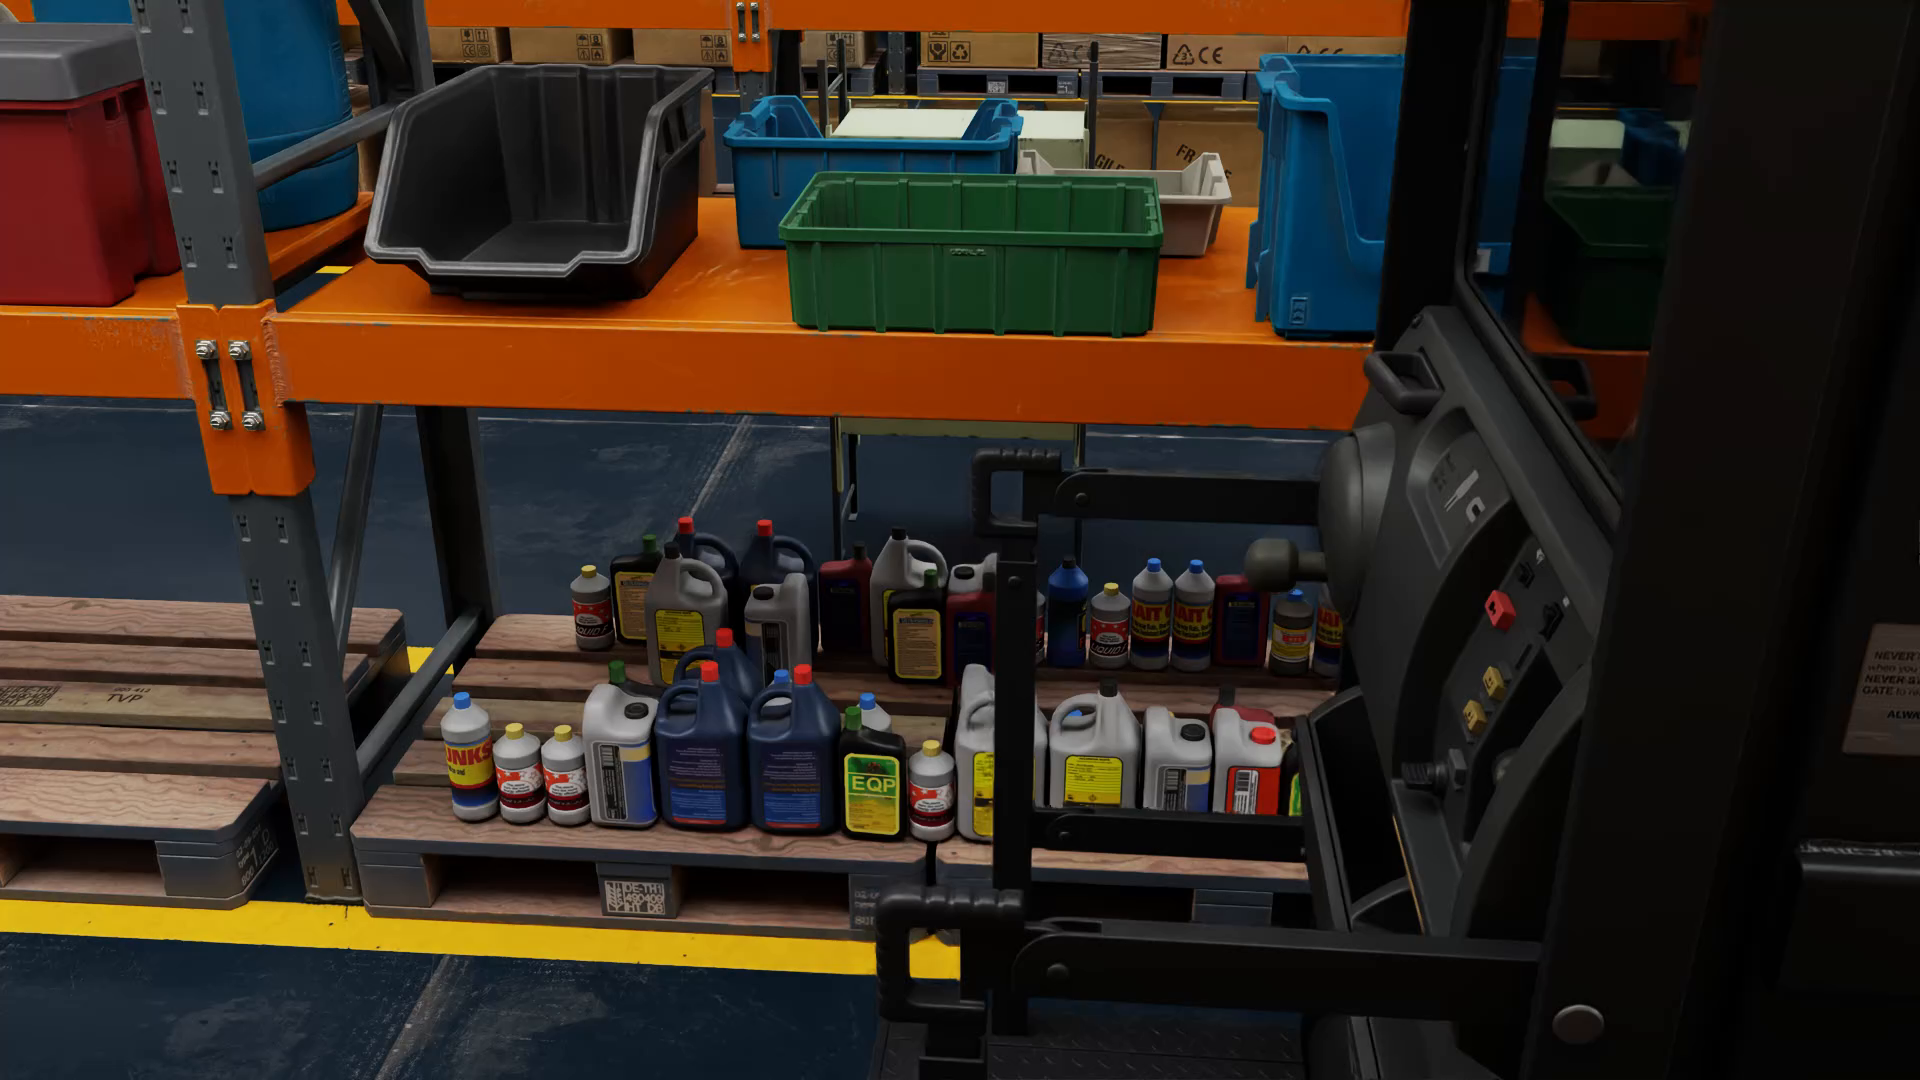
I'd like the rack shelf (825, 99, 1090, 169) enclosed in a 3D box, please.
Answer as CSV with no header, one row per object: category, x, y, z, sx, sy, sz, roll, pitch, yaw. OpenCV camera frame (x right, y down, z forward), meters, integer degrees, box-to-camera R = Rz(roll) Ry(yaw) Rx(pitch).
rack shelf,0.007,-1.036,4.773,0.720,0.370,0.431,2,25,4

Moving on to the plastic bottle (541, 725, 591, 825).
plastic bottle,-0.813,0.478,3.443,0.097,0.201,0.097,0,25,0

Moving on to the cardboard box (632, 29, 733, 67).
cardboard box,-2.027,-4.104,12.770,0.750,0.750,1.050,2,25,4

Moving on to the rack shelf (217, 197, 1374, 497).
rack shelf,0.695,-0.402,3.395,4.000,0.370,1.077,2,25,4

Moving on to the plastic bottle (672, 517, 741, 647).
plastic bottle,-0.635,0.112,4.062,0.185,0.351,0.144,1,25,3

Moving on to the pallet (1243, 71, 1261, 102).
pallet,2.745,-3.519,12.645,1.213,0.211,1.003,2,25,4

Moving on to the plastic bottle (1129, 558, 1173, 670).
plastic bottle,0.463,0.173,4.023,0.097,0.271,0.097,0,25,0

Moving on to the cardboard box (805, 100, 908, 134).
cardboard box,-0.525,-1.882,8.241,0.500,0.500,0.500,1,25,2

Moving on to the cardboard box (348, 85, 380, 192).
cardboard box,-3.119,-2.008,8.490,0.500,0.500,0.700,4,25,8

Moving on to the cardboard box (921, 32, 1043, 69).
cardboard box,0.182,-4.097,12.605,0.875,0.875,0.875,2,25,5

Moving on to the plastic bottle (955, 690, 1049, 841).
plastic bottle,0.086,0.430,3.371,0.185,0.351,0.144,2,25,4

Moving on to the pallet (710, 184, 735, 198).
pallet,-1.697,-1.614,8.506,1.213,0.211,1.003,2,25,4

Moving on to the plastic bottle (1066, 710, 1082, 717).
plastic bottle,0.237,0.452,3.501,0.097,0.201,0.097,0,25,0

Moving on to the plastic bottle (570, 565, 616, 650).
plastic bottle,-0.914,0.161,4.134,0.097,0.201,0.097,0,25,0

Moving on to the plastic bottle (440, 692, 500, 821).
plastic bottle,-1.015,0.440,3.443,0.097,0.271,0.097,0,25,0

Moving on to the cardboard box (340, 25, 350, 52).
cardboard box,-5.104,-4.016,12.877,0.500,0.500,0.500,2,25,4

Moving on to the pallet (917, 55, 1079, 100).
pallet,0.312,-3.597,12.815,1.213,0.211,1.003,2,25,4

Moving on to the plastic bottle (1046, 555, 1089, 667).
plastic bottle,0.261,0.167,4.037,0.097,0.271,0.097,0,25,0

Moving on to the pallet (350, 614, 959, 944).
pallet,-0.633,0.513,3.882,1.213,0.211,1.003,2,25,4

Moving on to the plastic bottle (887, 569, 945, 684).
plastic bottle,-0.104,0.202,3.945,0.133,0.283,0.061,2,25,4

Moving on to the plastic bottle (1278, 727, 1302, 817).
plastic bottle,0.706,0.498,3.304,0.133,0.283,0.061,2,25,5

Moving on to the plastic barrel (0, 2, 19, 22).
plastic barrel,-2.237,-0.976,3.620,0.433,0.535,0.433,0,25,0

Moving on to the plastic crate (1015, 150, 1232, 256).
plastic crate,0.339,-0.726,3.555,0.437,0.136,0.530,2,25,4

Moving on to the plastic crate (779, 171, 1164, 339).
plastic crate,0.032,-0.535,3.078,0.662,0.188,0.450,2,25,4

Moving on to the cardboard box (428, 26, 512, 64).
cardboard box,-3.828,-4.160,12.892,0.750,0.750,1.050,2,25,3

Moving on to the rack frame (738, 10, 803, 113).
rack frame,-0.920,-2.857,7.870,0.127,3.000,1.000,2,25,4

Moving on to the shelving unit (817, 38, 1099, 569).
shelving unit,0.007,-0.681,4.936,0.755,1.500,0.431,2,25,4

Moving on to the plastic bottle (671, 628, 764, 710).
plastic bottle,-0.515,0.350,3.544,0.185,0.351,0.144,2,25,4

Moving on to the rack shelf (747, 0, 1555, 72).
rack shelf,1.074,-2.466,7.881,4.000,0.370,1.077,2,25,4

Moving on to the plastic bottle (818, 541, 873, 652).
plastic bottle,-0.278,0.136,4.089,0.133,0.283,0.061,3,25,8

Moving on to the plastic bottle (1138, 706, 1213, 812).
plastic bottle,0.436,0.473,3.365,0.135,0.276,0.152,1,25,3

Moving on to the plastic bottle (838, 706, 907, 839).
plastic bottle,-0.177,0.469,3.365,0.133,0.283,0.061,3,25,6

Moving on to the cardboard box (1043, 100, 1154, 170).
cardboard box,0.672,-1.880,8.236,0.500,0.500,0.500,0,25,-1

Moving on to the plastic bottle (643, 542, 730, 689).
plastic bottle,-0.646,0.172,3.931,0.185,0.351,0.144,2,25,4

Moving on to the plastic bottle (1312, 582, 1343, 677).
plastic bottle,0.905,0.187,3.992,0.097,0.271,0.097,0,25,0

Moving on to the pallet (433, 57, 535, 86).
pallet,-3.648,-3.725,13.093,1.213,0.211,1.003,2,25,4

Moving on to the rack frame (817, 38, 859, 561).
rack frame,-0.358,-0.693,4.961,0.023,1.500,0.400,2,25,4

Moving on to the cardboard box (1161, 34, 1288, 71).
cardboard box,1.990,-4.040,12.480,0.875,0.875,0.875,1,25,3

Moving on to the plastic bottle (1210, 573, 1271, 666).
plastic bottle,0.681,0.167,4.022,0.133,0.283,0.061,2,25,5

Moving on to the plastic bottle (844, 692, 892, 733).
plastic bottle,-0.189,0.441,3.441,0.097,0.271,0.097,0,25,0

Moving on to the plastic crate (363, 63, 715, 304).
plastic crate,-0.787,-0.694,3.245,0.504,0.338,0.767,2,25,4

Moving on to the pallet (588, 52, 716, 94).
pallet,-2.435,-3.685,13.006,1.213,0.211,1.003,2,25,4

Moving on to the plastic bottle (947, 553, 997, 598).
plastic bottle,0.040,0.169,4.027,0.135,0.276,0.152,2,25,5

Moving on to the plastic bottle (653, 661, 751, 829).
plastic bottle,-0.526,0.410,3.413,0.185,0.351,0.144,3,25,5
